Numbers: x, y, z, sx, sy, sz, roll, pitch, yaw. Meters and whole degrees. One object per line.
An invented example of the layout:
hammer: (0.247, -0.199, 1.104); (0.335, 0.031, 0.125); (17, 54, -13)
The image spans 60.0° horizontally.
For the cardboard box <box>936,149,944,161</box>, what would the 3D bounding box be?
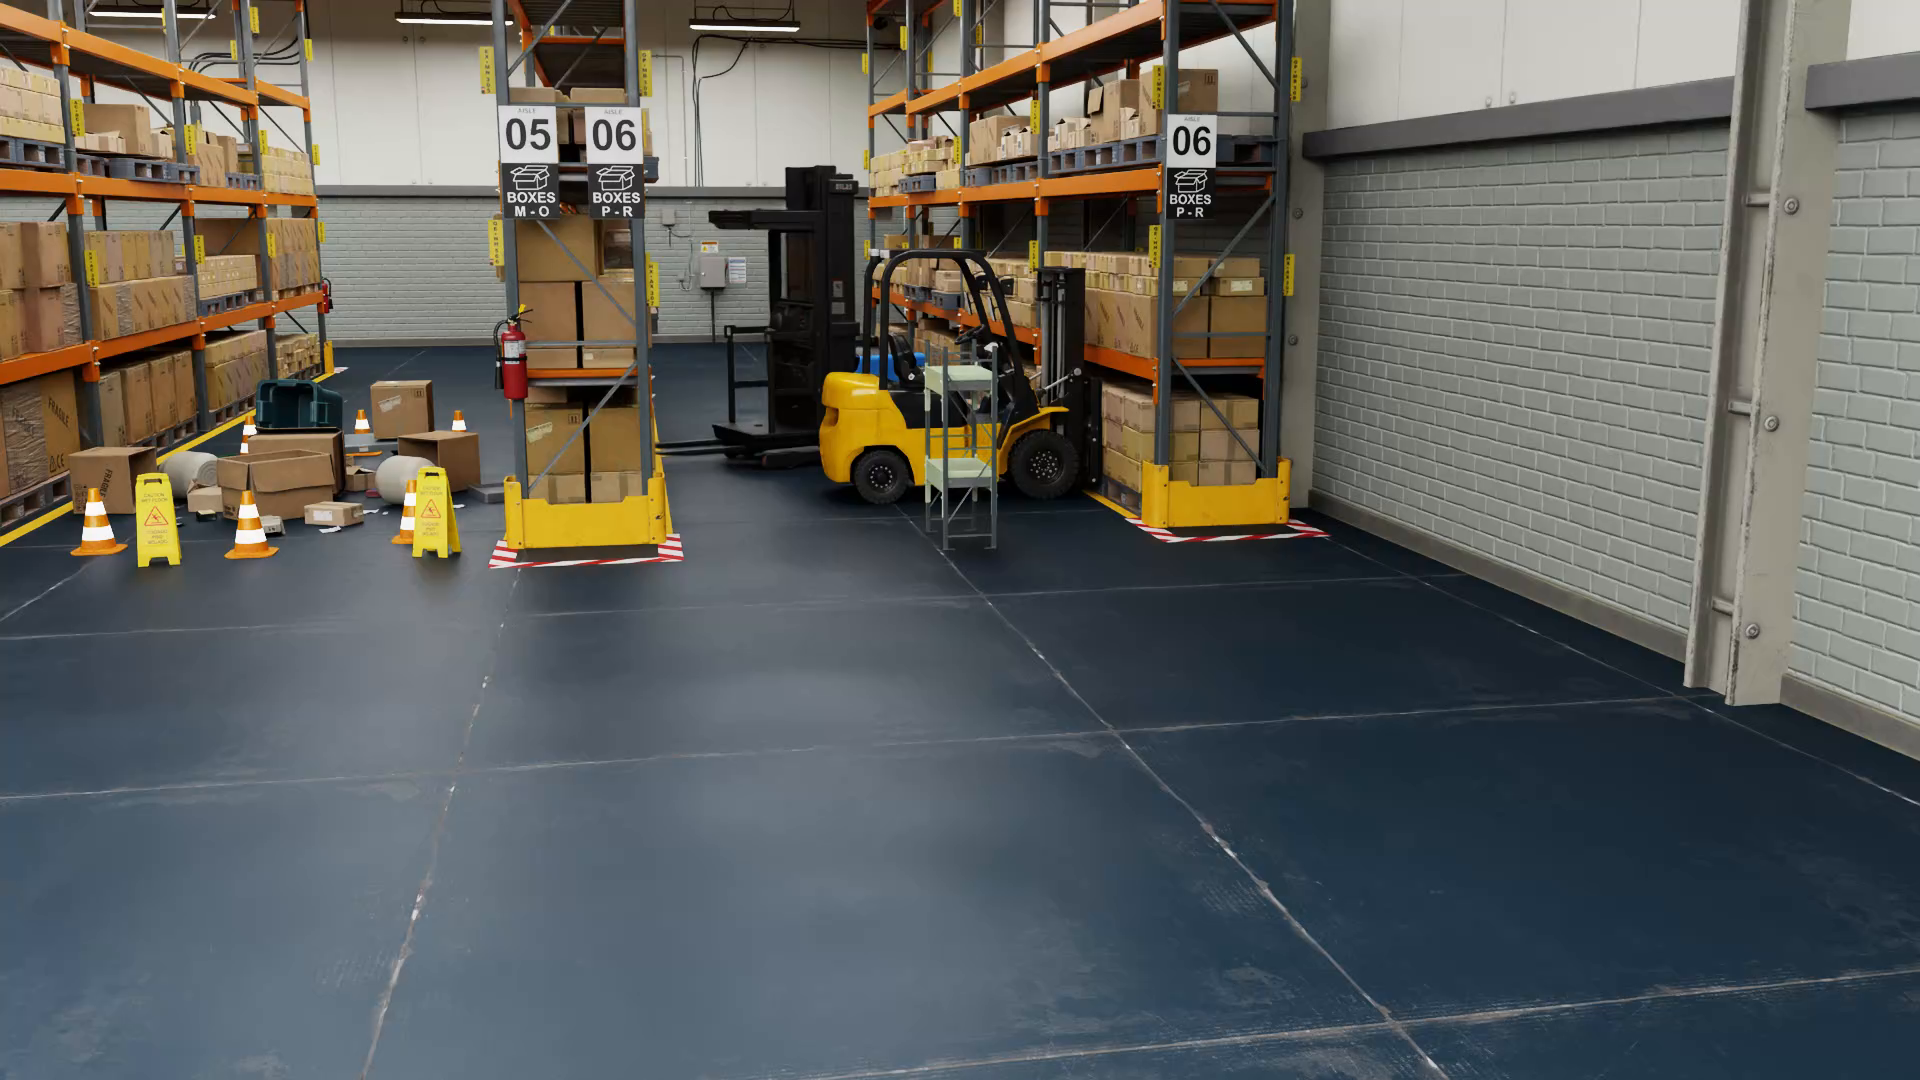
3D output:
cardboard box: (-0.105, -5.124, 22.112); (0.380, 0.149, 0.250); (-2, 11, -11)

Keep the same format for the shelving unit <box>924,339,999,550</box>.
shelving unit: (0.001, -0.736, 12.550); (0.431, 1.500, 0.755); (-2, 11, -11)

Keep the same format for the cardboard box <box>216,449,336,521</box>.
cardboard box: (-5.632, -0.447, 13.700); (0.637, 0.503, 0.797); (9, 14, 38)

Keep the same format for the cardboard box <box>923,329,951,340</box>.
cardboard box: (-0.335, -2.999, 24.258); (0.380, 0.149, 0.250); (-2, 11, -13)

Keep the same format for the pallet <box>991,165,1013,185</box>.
pallet: (0.945, -4.146, 18.942); (1.003, 0.211, 1.213); (-2, 11, -8)

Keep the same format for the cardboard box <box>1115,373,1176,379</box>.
cardboard box: (1.767, -1.436, 15.776); (0.500, 0.250, 0.500); (-2, 11, -11)

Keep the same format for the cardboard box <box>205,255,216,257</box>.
cardboard box: (-10.348, -3.719, 23.153); (0.500, 0.500, 0.500); (-2, 11, -11)

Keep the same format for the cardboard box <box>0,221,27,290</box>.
cardboard box: (-8.192, -2.313, 13.538); (0.875, 0.550, 0.550); (-2, 11, -11)

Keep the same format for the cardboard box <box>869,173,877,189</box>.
cardboard box: (-1.233, -6.014, 27.853); (0.500, 0.250, 0.500); (-2, 11, -12)

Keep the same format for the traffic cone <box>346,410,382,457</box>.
traffic cone: (-6.237, -1.124, 17.365); (0.336, 0.463, 0.334); (-2, 11, -11)

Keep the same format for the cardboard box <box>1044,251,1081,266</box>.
cardboard box: (1.054, -2.803, 16.603); (0.380, 0.149, 0.250); (-2, 11, -10)

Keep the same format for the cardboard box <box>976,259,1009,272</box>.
cardboard box: (0.406, -3.295, 19.985); (0.380, 0.149, 0.250); (-2, 11, -9)

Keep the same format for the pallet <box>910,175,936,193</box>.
pallet: (-0.010, -4.894, 22.869); (1.213, 0.211, 1.003); (-2, 11, -11)

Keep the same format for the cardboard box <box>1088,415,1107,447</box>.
cardboard box: (1.451, -0.990, 14.769); (0.500, 0.250, 0.500); (-2, 11, -12)

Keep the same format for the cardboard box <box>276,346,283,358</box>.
cardboard box: (-9.836, -2.667, 23.598); (0.380, 0.149, 0.250); (-2, 11, -8)

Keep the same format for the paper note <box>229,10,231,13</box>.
paper note: (-11.194, -8.105, 25.512); (0.001, 0.032, 0.123); (-2, 11, -11)

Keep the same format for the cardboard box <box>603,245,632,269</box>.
cardboard box: (-3.395, -2.675, 16.542); (0.500, 0.500, 0.500); (-2, 11, -10)

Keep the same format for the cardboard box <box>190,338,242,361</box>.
cardboard box: (-9.278, -2.378, 20.726); (0.500, 0.250, 0.500); (-2, 11, -11)

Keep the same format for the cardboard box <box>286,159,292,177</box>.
cardboard box: (-10.132, -5.469, 24.449); (0.500, 0.250, 0.500); (-3, 11, -13)

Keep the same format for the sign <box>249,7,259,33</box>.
sign: (-9.434, -6.951, 22.226); (0.100, 0.325, 0.005); (-2, 11, -11)

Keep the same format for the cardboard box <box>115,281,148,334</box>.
cardboard box: (-8.453, -2.318, 16.587); (0.500, 0.500, 0.500); (-2, 11, -11)

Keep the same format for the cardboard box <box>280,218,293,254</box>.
cardboard box: (-10.009, -4.412, 24.117); (0.500, 0.500, 0.500); (-2, 11, -10)

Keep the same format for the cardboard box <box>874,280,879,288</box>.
cardboard box: (-1.256, -4.365, 28.282); (0.380, 0.149, 0.250); (-2, 11, -11)

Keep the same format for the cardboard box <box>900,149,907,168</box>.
cardboard box: (-0.607, -5.701, 24.872); (0.500, 0.250, 0.500); (-2, 11, -11)

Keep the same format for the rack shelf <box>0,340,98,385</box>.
rack shelf: (-8.032, -1.258, 13.209); (1.077, 0.370, 4.000); (-2, 11, -11)

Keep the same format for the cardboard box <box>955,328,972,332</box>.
cardboard box: (0.138, -3.017, 24.355); (0.380, 0.149, 0.250); (-2, 11, -11)

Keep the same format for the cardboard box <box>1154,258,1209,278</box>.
cardboard box: (1.784, -2.197, 13.417); (0.380, 0.149, 0.250); (-2, 11, -11)

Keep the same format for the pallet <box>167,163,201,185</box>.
pallet: (-9.022, -3.977, 18.050); (1.213, 0.211, 1.003); (-2, 11, -8)

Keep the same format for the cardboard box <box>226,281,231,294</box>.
cardboard box: (-9.397, -3.175, 20.906); (0.380, 0.149, 0.250); (-2, 11, -13)

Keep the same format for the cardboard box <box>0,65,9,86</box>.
cardboard box: (-7.793, -3.689, 13.181); (0.380, 0.149, 0.250); (-2, 11, -12)

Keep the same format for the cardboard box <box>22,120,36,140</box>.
cardboard box: (-7.886, -3.388, 13.736); (0.380, 0.149, 0.250); (-2, 11, -11)

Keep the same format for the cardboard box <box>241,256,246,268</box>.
cardboard box: (-9.606, -3.658, 21.849); (0.380, 0.149, 0.250); (-2, 11, -13)

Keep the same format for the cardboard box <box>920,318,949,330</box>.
cardboard box: (-0.367, -3.147, 24.241); (0.380, 0.149, 0.250); (-3, 11, -14)

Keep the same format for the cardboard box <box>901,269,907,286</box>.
cardboard box: (-0.611, -3.982, 25.203); (0.500, 0.250, 0.500); (-2, 11, -10)

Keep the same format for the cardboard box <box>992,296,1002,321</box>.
cardboard box: (0.651, -2.646, 18.978); (0.500, 0.250, 0.500); (-2, 11, -9)

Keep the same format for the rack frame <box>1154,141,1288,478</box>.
rack frame: (2.061, -1.625, 13.210); (1.000, 3.000, 0.127); (-2, 11, -11)

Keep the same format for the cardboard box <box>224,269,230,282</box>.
cardboard box: (-9.404, -3.323, 20.884); (0.380, 0.149, 0.250); (-2, 11, -9)

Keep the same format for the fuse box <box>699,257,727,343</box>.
fuse box: (-4.950, -4.828, 33.486); (0.539, 1.711, 0.414); (-2, 11, -11)

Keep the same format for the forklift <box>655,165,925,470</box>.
forklift: (-1.860, -2.232, 16.585); (3.031, 2.935, 1.130); (-6, 12, -30)

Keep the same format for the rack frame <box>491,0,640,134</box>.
rack frame: (-2.807, -4.391, 11.697); (1.000, 3.000, 0.127); (-2, 11, -11)

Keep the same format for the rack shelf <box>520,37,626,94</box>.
rack shelf: (-3.974, -4.941, 17.583); (1.077, 0.370, 4.000); (-2, 11, -11)

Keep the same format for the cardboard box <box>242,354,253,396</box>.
cardboard box: (-9.391, -2.109, 21.318); (0.500, 0.500, 0.500); (-2, 11, -12)

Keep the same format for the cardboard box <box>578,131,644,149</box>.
cardboard box: (-2.732, -3.184, 12.986); (0.500, 0.250, 0.500); (-2, 11, -12)

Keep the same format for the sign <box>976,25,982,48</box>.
sign: (0.270, -7.330, 24.222); (0.100, 0.325, 0.005); (-2, 11, -11)

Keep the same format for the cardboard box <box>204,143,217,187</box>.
cardboard box: (-9.153, -4.441, 19.715); (0.500, 0.500, 0.500); (-2, 11, -11)

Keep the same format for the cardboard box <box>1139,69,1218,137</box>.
cardboard box: (1.736, -3.475, 13.251); (0.500, 0.500, 0.500); (-2, 11, -9)

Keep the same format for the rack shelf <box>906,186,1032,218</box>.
rack shelf: (0.116, -4.579, 22.633); (1.077, 0.370, 4.000); (-2, 11, -11)

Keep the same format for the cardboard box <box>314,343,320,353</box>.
cardboard box: (-10.373, -3.045, 26.378); (0.380, 0.149, 0.250); (-2, 11, -13)

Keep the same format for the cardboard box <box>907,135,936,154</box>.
cardboard box: (-0.557, -5.713, 24.044); (0.396, 0.266, 0.258); (-2, 11, -12)

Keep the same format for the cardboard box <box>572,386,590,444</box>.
cardboard box: (-3.521, -1.090, 14.626); (0.500, 0.500, 0.500); (-2, 11, -8)

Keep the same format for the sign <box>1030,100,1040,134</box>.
sign: (0.752, -4.219, 16.593); (0.100, 0.325, 0.005); (-2, 11, -11)

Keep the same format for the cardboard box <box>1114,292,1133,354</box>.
cardboard box: (1.616, -1.850, 14.126); (0.500, 0.500, 0.500); (-2, 11, -9)
